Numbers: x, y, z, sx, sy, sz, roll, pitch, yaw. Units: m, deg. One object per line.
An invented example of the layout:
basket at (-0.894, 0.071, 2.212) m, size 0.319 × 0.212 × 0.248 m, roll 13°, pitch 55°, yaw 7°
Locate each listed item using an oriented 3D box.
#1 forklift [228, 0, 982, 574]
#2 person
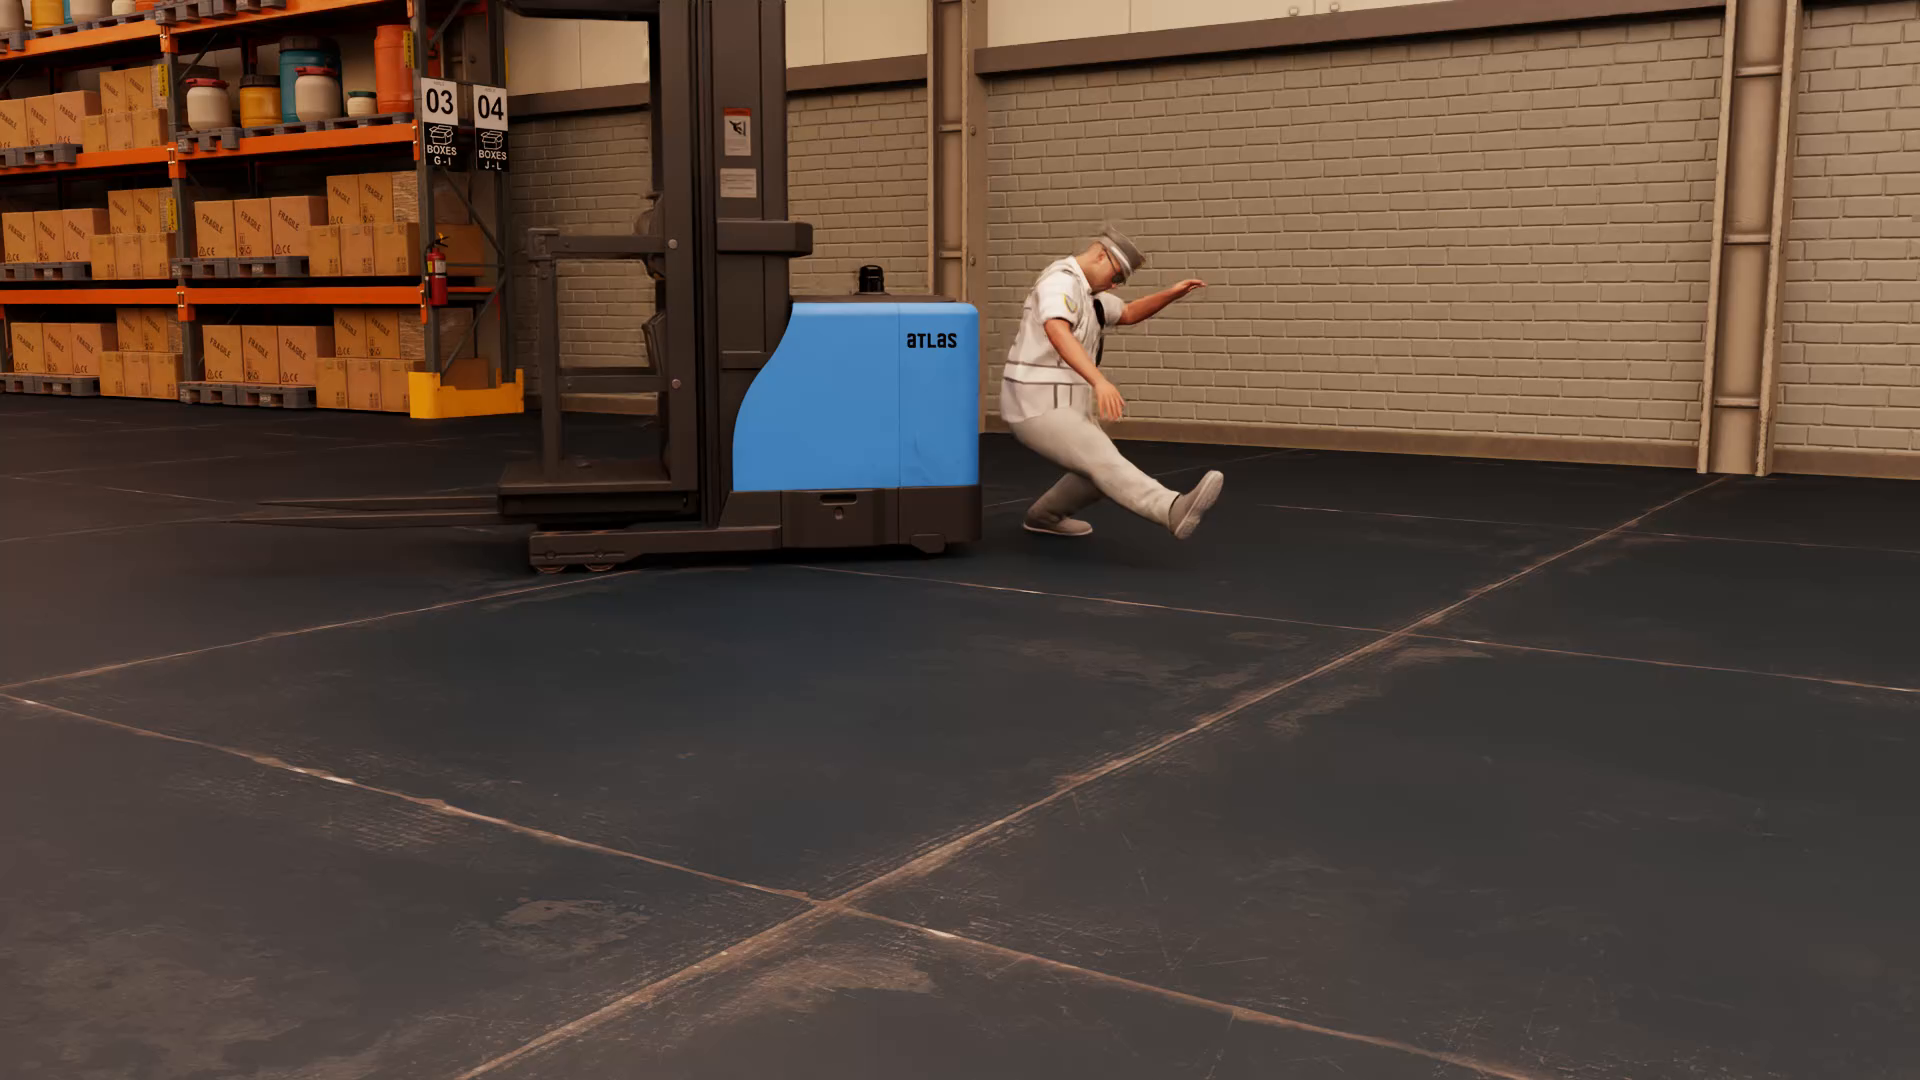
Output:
forklift at (-1.479, -1.398, 7.024) m, size 3.031 × 2.935 × 1.130 m, roll -2°, pitch 8°, yaw -12°
person at (0.673, -0.636, 7.144) m, size 1.143 × 1.419 × 1.040 m, roll 3°, pitch 9°, yaw 22°
